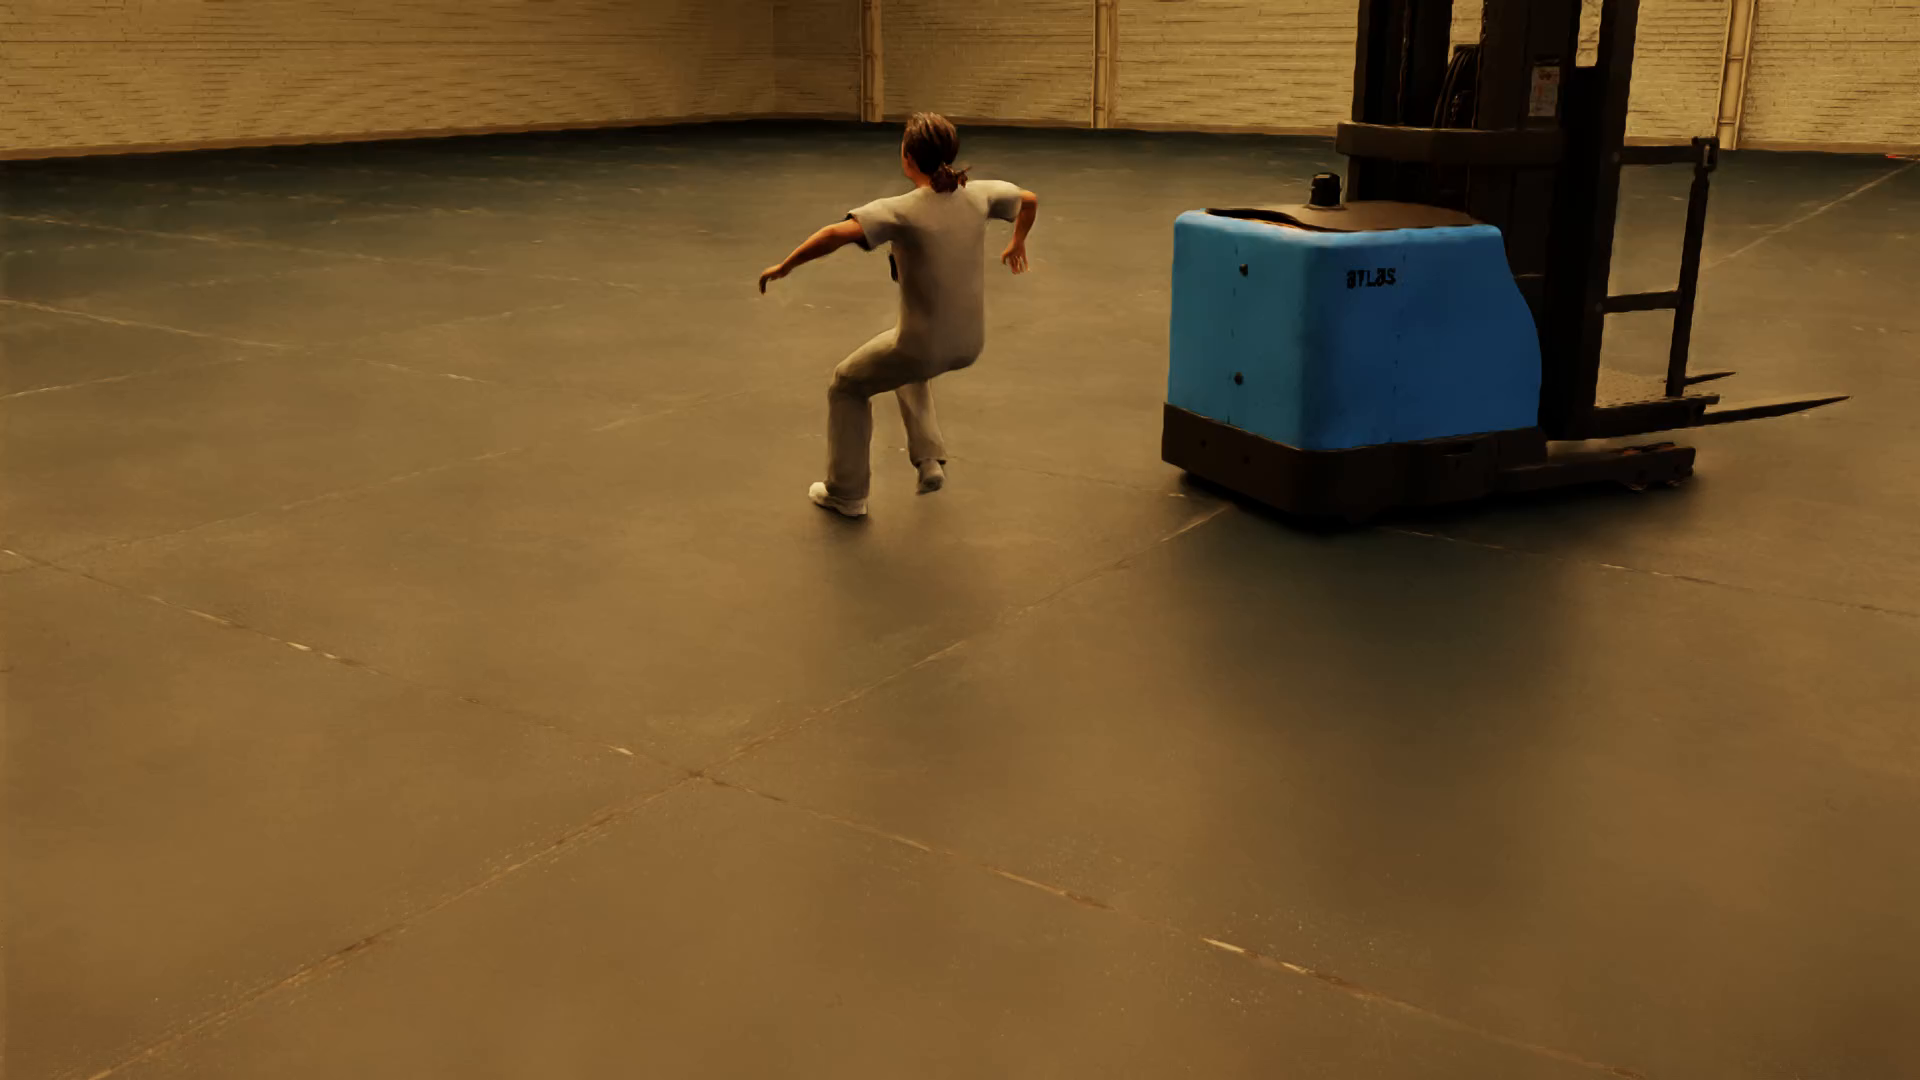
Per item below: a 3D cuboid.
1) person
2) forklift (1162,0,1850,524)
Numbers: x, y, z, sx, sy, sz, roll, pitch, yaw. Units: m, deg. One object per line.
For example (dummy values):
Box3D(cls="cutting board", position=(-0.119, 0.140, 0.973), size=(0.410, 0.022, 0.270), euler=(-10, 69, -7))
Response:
Box3D(cls="person", position=(-0.235, -0.793, 6.017), size=(1.082, 1.481, 0.800), euler=(-12, 21, -36))
Box3D(cls="forklift", position=(2.386, -1.727, 6.607), size=(3.031, 2.935, 1.130), euler=(-8, 18, -24))
